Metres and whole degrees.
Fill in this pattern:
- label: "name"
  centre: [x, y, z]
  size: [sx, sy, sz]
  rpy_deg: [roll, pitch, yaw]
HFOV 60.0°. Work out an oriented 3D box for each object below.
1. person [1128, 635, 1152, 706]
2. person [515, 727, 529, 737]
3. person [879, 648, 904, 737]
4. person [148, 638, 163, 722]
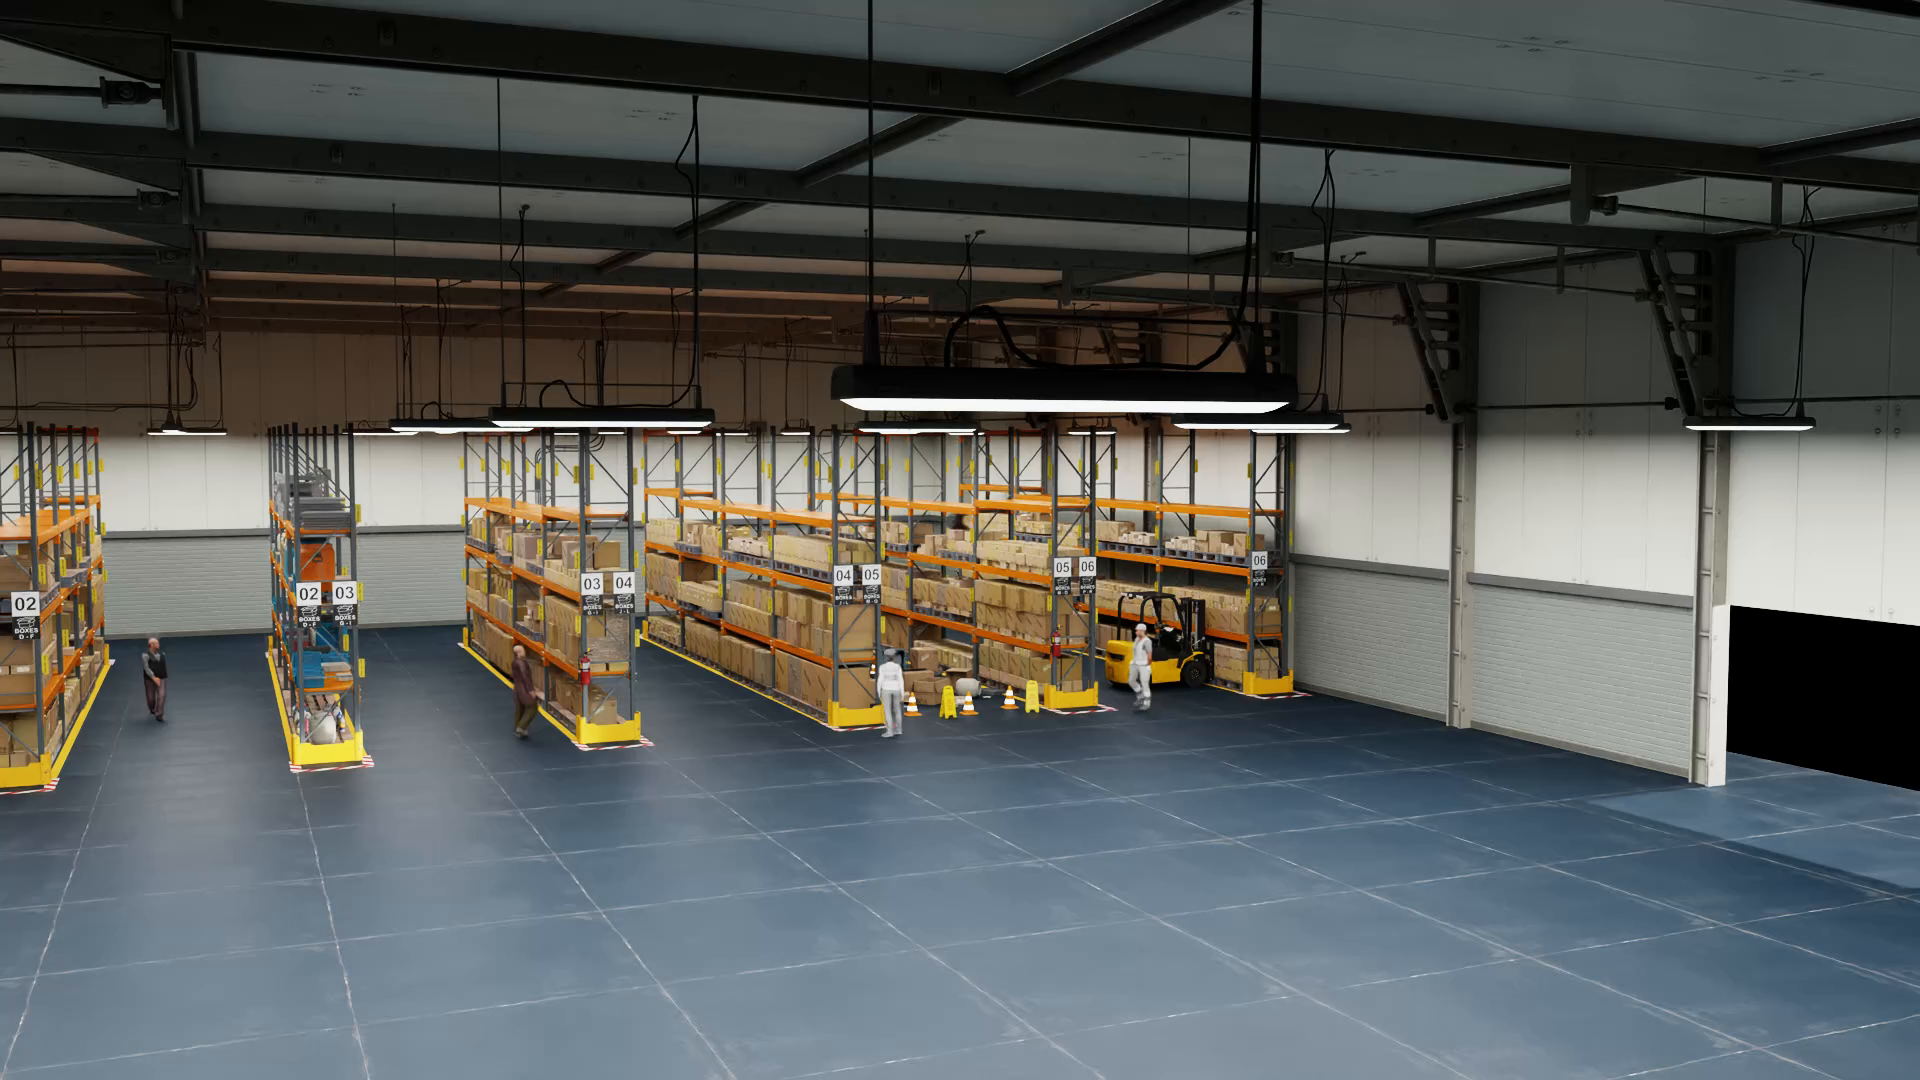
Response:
- label: "person"
  centre: [3.816, 2.753, 35.172]
  size: [0.334, 1.493, 0.565]
  rpy_deg: [-2, 4, -31]
- label: "person"
  centre: [-8.374, 3.646, 31.797]
  size: [0.383, 0.270, 0.508]
  rpy_deg: [3, 4, 37]
- label: "person"
  centre: [-1.324, 2.929, 31.934]
  size: [0.475, 1.693, 0.500]
  rpy_deg: [-1, 4, -14]
- label: "person"
  centre: [-16.336, 2.834, 33.825]
  size: [0.384, 1.660, 0.950]
  rpy_deg: [-2, 4, -30]
